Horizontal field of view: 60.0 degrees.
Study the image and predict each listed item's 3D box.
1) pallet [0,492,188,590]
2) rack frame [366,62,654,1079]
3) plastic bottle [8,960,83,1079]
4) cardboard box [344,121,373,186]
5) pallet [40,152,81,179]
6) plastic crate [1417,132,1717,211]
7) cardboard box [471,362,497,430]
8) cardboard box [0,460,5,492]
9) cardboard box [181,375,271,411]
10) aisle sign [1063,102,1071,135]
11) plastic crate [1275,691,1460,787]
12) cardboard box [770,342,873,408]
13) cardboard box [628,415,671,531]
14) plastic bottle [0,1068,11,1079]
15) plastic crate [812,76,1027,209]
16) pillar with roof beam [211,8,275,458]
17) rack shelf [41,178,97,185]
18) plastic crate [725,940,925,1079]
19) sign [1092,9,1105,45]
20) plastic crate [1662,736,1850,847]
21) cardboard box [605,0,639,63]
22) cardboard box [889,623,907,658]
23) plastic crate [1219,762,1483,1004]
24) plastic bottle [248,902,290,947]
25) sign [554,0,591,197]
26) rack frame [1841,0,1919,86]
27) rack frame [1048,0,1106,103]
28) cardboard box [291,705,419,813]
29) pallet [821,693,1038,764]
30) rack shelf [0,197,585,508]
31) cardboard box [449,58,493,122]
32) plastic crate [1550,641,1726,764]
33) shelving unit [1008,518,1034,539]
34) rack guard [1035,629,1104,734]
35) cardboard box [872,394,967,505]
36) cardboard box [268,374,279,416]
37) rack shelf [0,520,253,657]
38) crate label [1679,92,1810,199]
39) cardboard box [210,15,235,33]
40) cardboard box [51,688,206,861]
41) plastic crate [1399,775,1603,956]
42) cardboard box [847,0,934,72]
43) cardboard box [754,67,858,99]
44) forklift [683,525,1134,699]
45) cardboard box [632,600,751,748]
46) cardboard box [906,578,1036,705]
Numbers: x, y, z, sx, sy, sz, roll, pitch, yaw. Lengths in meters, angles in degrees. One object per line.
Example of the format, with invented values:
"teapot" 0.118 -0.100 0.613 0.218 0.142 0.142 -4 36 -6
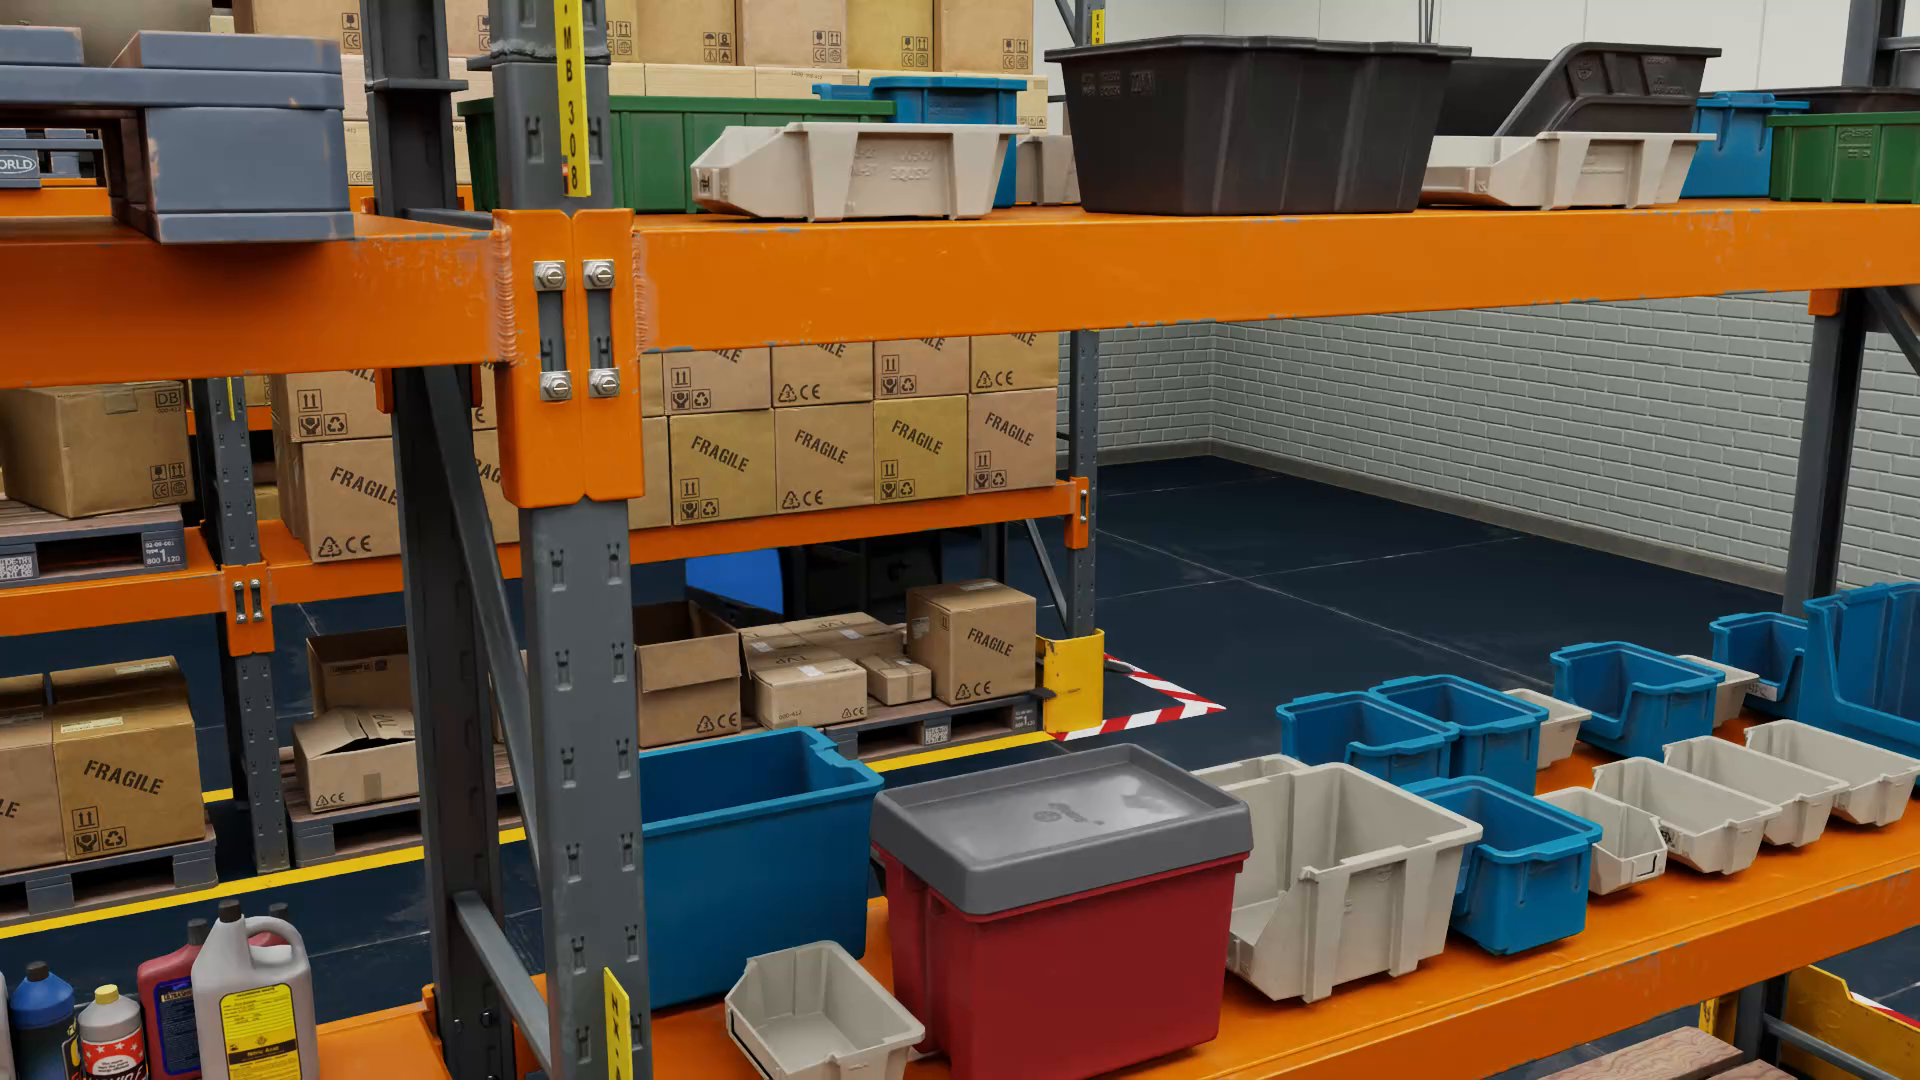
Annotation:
"pallet" -3.851 -0.013 6.772 1.213 0.211 1.003 -7 14 -28
"rack frame" -0.727 0.785 2.788 0.127 3.000 1.000 -7 14 -28
"plastic bottle" -1.549 0.844 2.818 0.097 0.271 0.097 0 13 0
"cardboard box" -2.552 -1.563 6.734 0.500 0.250 0.500 -7 14 -28
"pallet" -6.255 -2.388 10.492 1.217 0.209 0.805 -8 15 -30
"plastic crate" 1.089 -0.705 3.179 0.530 0.136 0.437 -7 14 -28
"cardboard box" -2.096 -0.756 7.131 0.500 0.500 0.500 -7 15 -30
"cardboard box" -5.983 -0.187 11.046 0.750 0.750 0.750 -7 14 -27
"cardboard box" -4.990 -1.324 11.478 0.700 0.700 0.980 -7 14 -27
"aisle sign" 0.620 -1.807 8.385 0.004 0.787 0.394 -7 14 -28
"plastic crate" 0.990 0.550 4.080 0.300 0.233 0.416 -7 14 -28
"cardboard box" -0.741 -0.918 7.853 0.500 0.500 0.500 -6 14 -26
"cardboard box" -1.631 -0.326 7.499 0.500 0.500 0.500 -7 14 -28
"plastic bottle" -1.561 0.918 2.650 0.097 0.201 0.097 0 13 0
"plastic crate" -0.081 -0.754 3.176 0.300 0.233 0.416 -7 14 -28
"pillar with roof beam" -3.212 -3.461 7.994 0.400 9.000 9.100 -7 14 -28
"rack shelf" -7.230 -2.026 10.086 4.000 0.370 1.077 -7 14 -28
"plastic crate" -0.250 0.863 2.905 0.243 0.136 0.396 -7 14 -28
"sign" 0.662 -2.377 7.990 0.005 0.325 0.100 -7 14 -28
"plastic crate" 1.893 0.612 4.021 0.243 0.136 0.396 -7 14 -28
"cardboard box" -1.746 -2.307 7.192 0.500 0.500 0.700 -7 14 -28
"cardboard box" -0.338 0.581 9.145 0.250 0.166 0.380 -7 14 -28
"plastic crate" 0.701 0.689 3.350 0.530 0.282 0.437 -7 14 -28
"plastic bottle" -1.254 0.799 2.994 0.133 0.283 0.061 -7 14 -28
"sign" -0.465 -0.576 1.985 0.005 0.325 0.100 -7 14 -28
"rack frame" 2.784 -2.562 3.999 0.127 3.000 1.000 -7 14 -28
"rack frame" 0.413 -3.517 8.242 0.127 3.000 1.000 -7 14 -28
"cardboard box" -2.625 0.925 7.289 0.500 0.311 0.500 -7 14 -28
"pallet" -0.353 0.862 8.798 1.213 0.211 1.003 -7 14 -28
"rack shelf" -2.483 -0.117 1.602 4.000 0.370 1.077 -7 14 -28
"cardboard box" -2.114 -1.860 6.913 0.500 0.250 0.500 -7 14 -28
"plastic crate" 1.831 0.449 4.528 0.300 0.233 0.416 -7 14 -28
"shelving unit" 0.006 -0.549 12.989 1.048 1.125 0.538 -7 14 -28
"rack guard" 0.347 0.637 9.140 0.348 0.500 1.175 -7 14 -28
"cardboard box" -0.303 -0.484 8.202 0.500 0.500 0.500 -7 14 -27
"cardboard box" -2.778 -0.809 7.368 0.500 0.500 0.500 -7 14 -28
"rack shelf" -4.853 0.392 6.175 4.000 0.370 1.077 -7 14 -28
"crate label" 1.819 -0.992 4.190 0.502 0.251 0.408 -7 14 -28
"cardboard box" -4.714 -3.155 10.912 0.500 0.500 0.500 -7 14 -28
"cardboard box" -3.393 0.942 6.781 0.500 0.500 0.500 -7 14 -28
"plastic crate" 1.104 0.682 3.490 0.300 0.233 0.416 -7 14 -28
"cardboard box" -0.509 -2.497 8.035 0.500 0.500 0.700 -7 14 -28
"cardboard box" -0.795 -2.017 7.610 0.500 0.250 0.500 -7 14 -28
"forklift" -0.355 -0.695 9.523 1.130 2.935 3.031 -12 17 -43
"cardboard box" -1.451 0.635 8.140 0.637 0.503 0.797 -7 14 -28
"cardboard box" 0.054 0.519 8.662 0.500 0.500 0.500 -7 14 -28
